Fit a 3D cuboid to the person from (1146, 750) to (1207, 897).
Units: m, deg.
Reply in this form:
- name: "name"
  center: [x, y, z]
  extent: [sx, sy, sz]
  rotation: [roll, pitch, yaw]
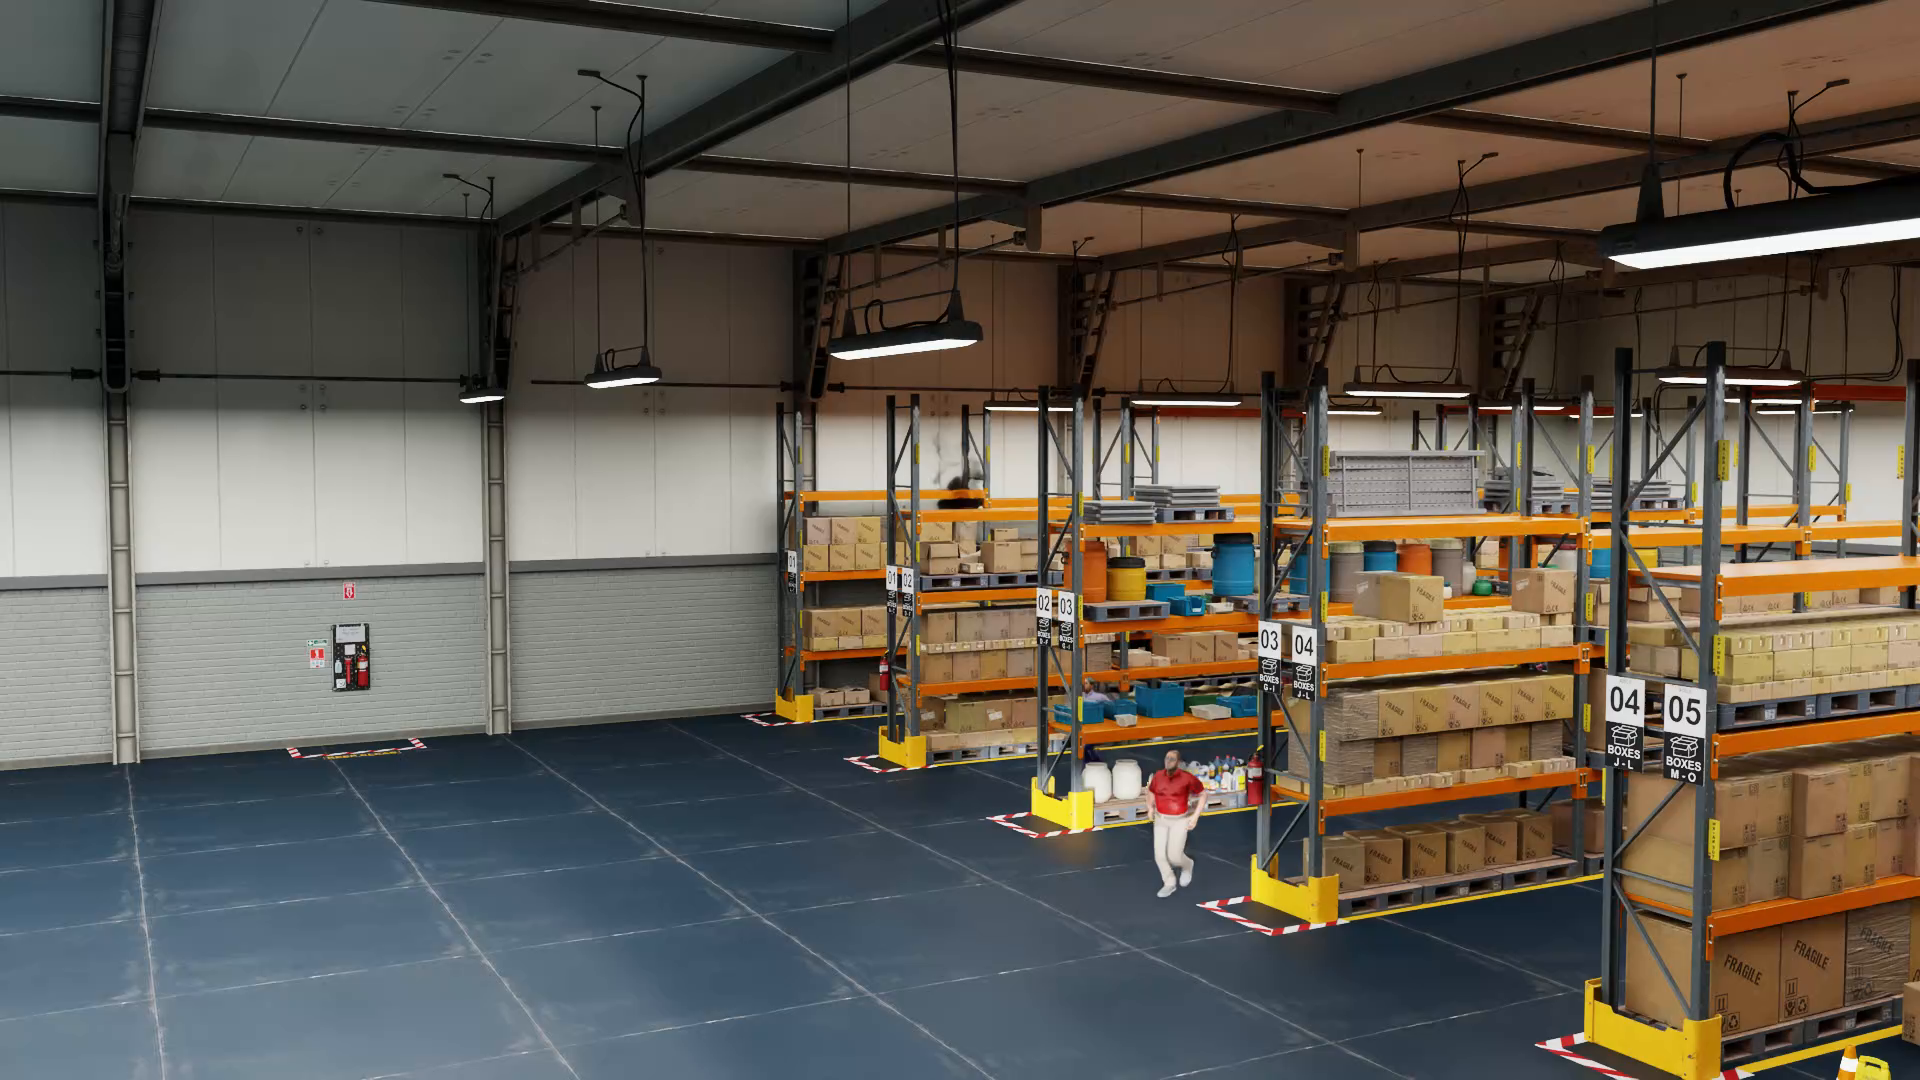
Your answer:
- name: "person"
  center: [2.454, 3.250, 19.106]
  extent: [0.708, 1.688, 0.614]
  rotation: [2, 4, 32]

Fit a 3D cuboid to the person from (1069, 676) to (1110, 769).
- name: "person"
  center: [1.974, 2.928, 25.383]
  extent: [0.759, 1.671, 0.554]
  rotation: [-2, 4, -34]
